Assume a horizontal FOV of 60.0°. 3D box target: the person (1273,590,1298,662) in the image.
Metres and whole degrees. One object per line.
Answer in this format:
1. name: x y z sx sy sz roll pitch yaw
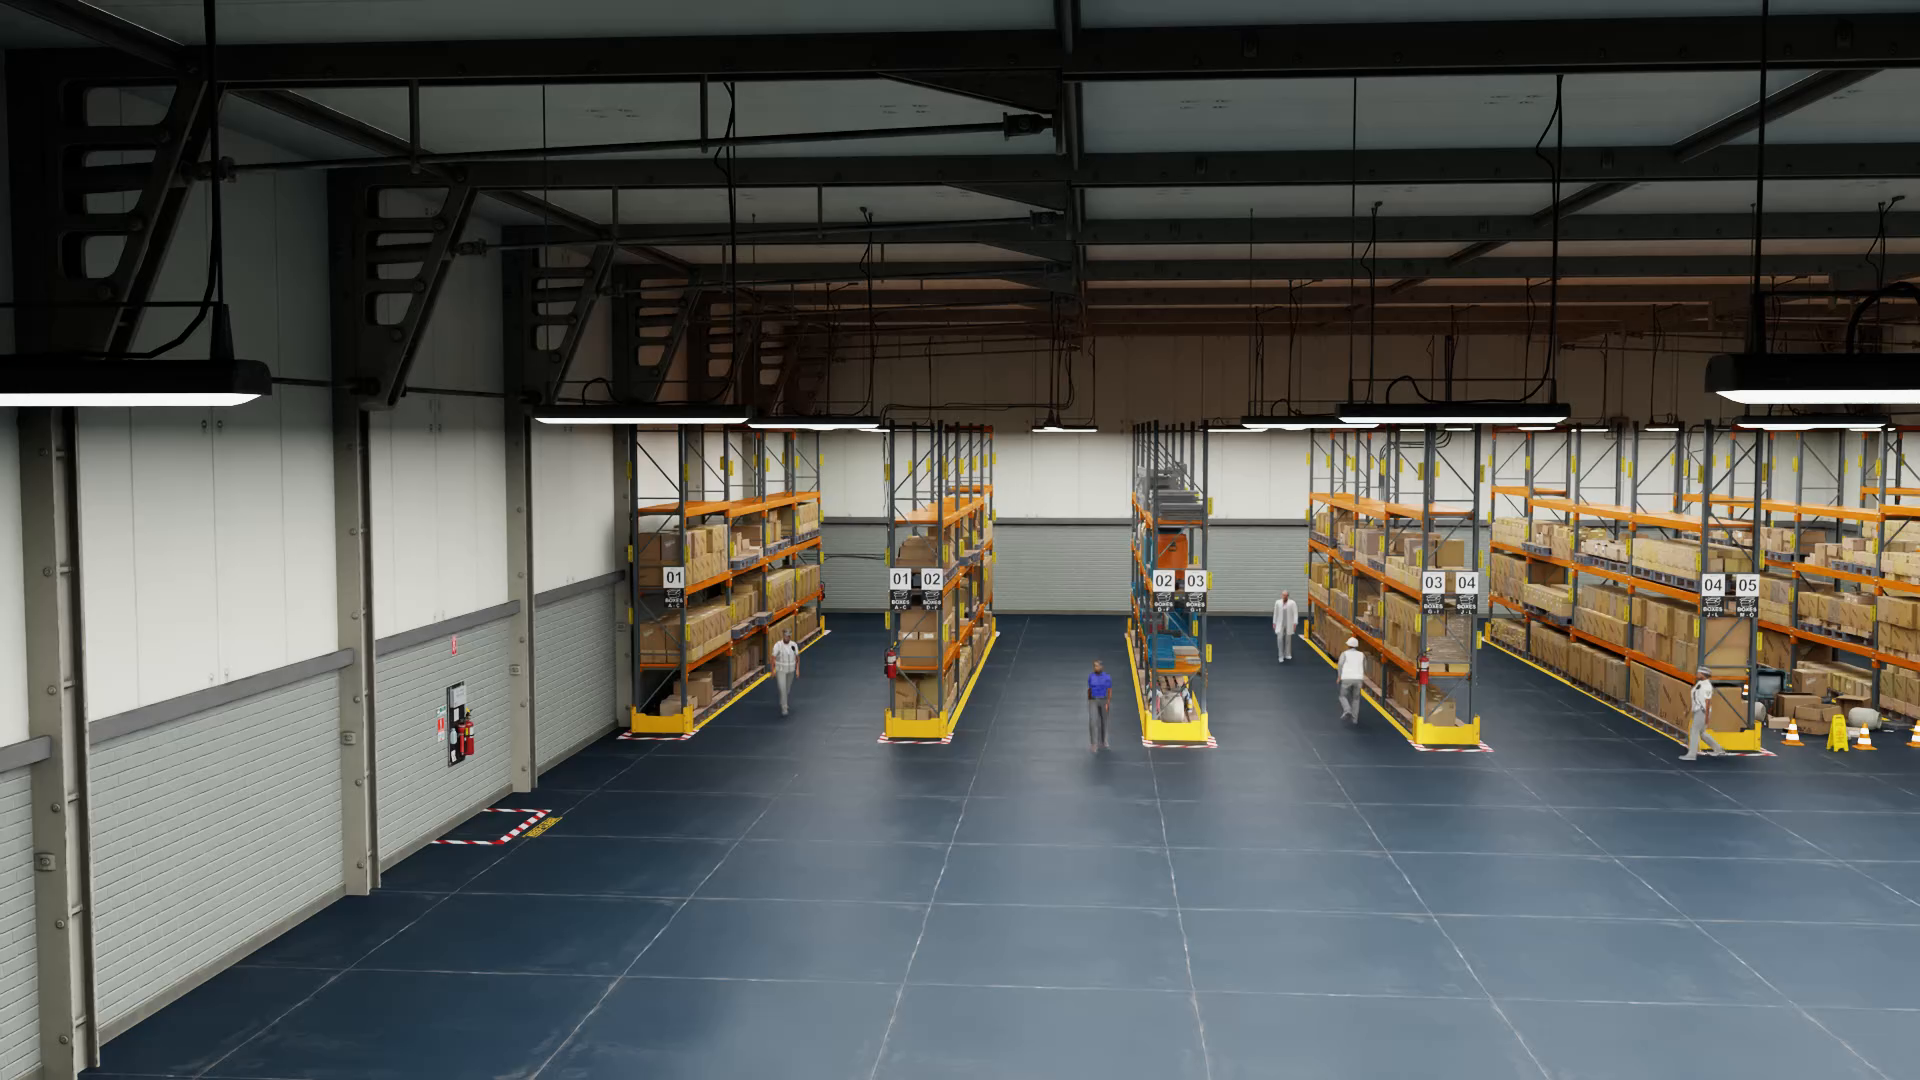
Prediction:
1. person: 8.258 2.183 42.195 0.651 1.828 0.658 1 4 18

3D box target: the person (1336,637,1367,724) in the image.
1. person: 7.831 2.791 33.242 0.614 1.668 0.749 0 4 6

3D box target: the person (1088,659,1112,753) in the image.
1. person: 2.524 2.983 30.143 0.468 1.622 0.900 1 4 12

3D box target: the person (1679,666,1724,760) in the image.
1. person: 13.059 3.039 29.275 0.840 1.627 0.498 0 4 7

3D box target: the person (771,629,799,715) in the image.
1. person: -3.574 2.680 34.188 0.571 1.708 0.946 -2 4 -34
